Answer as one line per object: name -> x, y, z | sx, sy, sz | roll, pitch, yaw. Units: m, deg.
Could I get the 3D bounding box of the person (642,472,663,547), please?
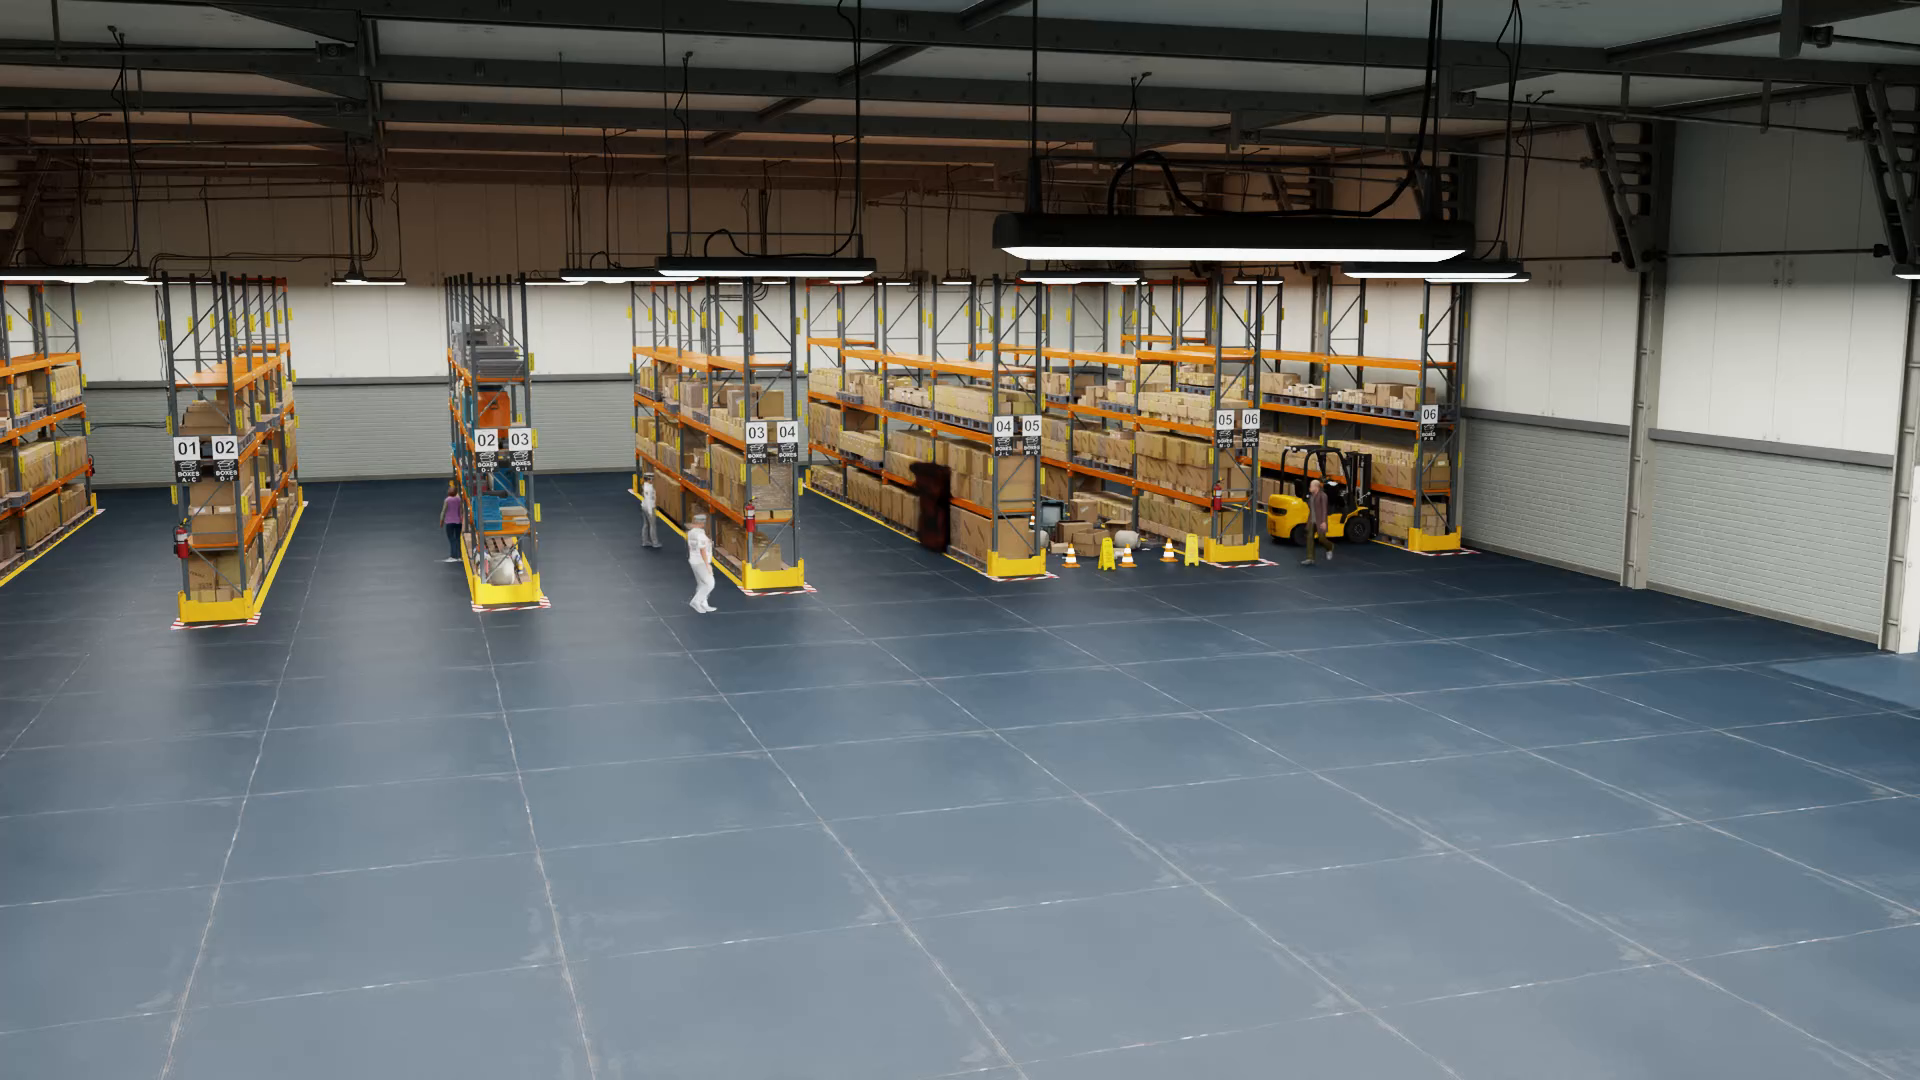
person -> -6.860, -0.676, 36.988 | 0.405, 1.665, 0.540 | -4, 9, -24

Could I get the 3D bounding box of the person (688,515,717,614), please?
person -> -4.571, 0.426, 29.487 | 0.504, 1.751, 0.546 | -2, 9, -15

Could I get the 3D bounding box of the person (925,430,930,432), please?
person -> -0.934, -2.219, 46.834 | 0.359, 1.768, 0.653 | -5, 10, -29

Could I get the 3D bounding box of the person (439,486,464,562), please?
person -> -10.676, -0.318, 34.954 | 0.518, 1.630, 0.365 | -7, 11, -38

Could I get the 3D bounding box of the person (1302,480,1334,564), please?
person -> 7.526, -0.384, 34.739 | 0.808, 1.769, 0.547 | -8, 12, -44
